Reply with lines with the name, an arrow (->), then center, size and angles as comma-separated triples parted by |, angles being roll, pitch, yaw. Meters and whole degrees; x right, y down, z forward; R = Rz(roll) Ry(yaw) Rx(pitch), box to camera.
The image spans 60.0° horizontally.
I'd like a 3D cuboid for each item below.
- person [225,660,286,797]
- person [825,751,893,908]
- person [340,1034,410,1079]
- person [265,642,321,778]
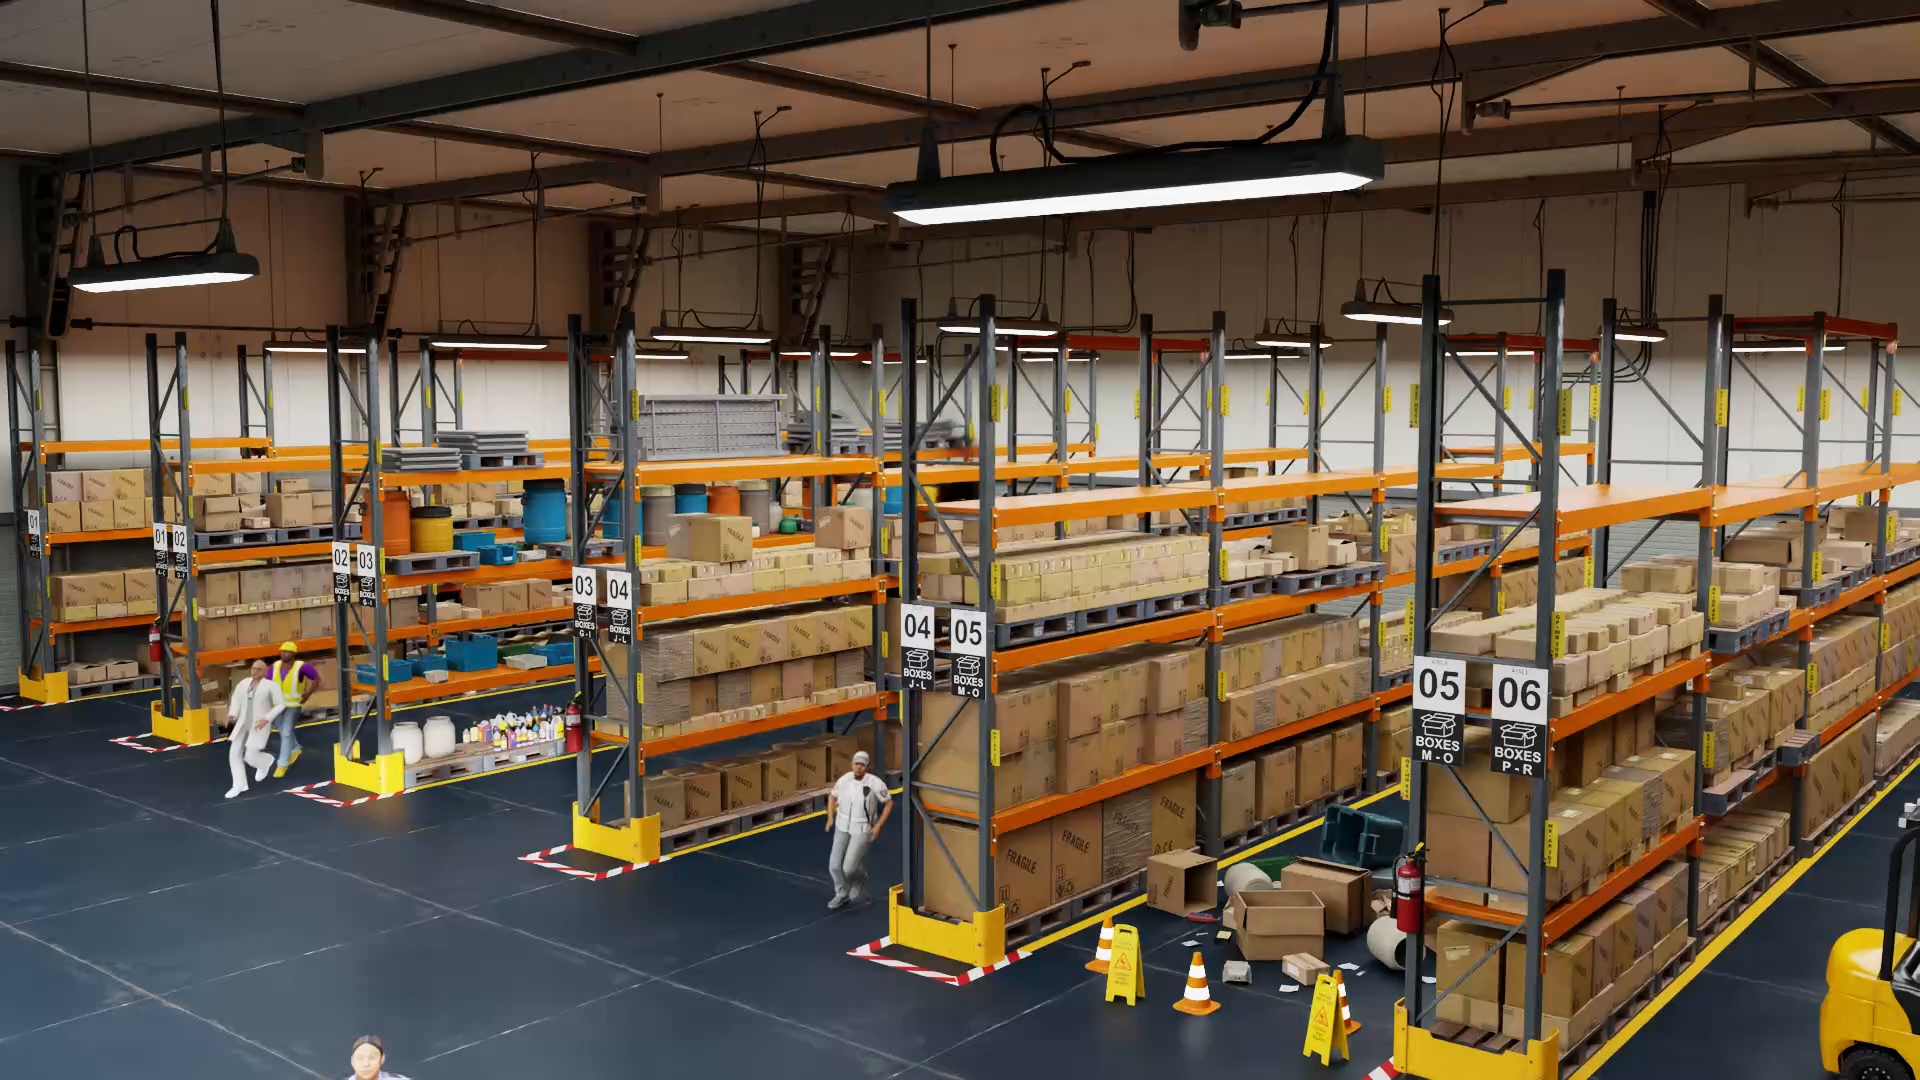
person -> -9.054, 2.495, 21.387 | 0.748, 1.540, 0.685 | 1, 5, 10
person -> -1.041, 2.890, 16.506 | 0.662, 1.610, 0.504 | 2, 6, 23
person -> -3.288, 3.545, 9.289 | 0.608, 1.621, 0.670 | -1, 5, -14
person -> -9.069, 2.268, 22.517 | 0.707, 1.816, 0.815 | 1, 5, 9
